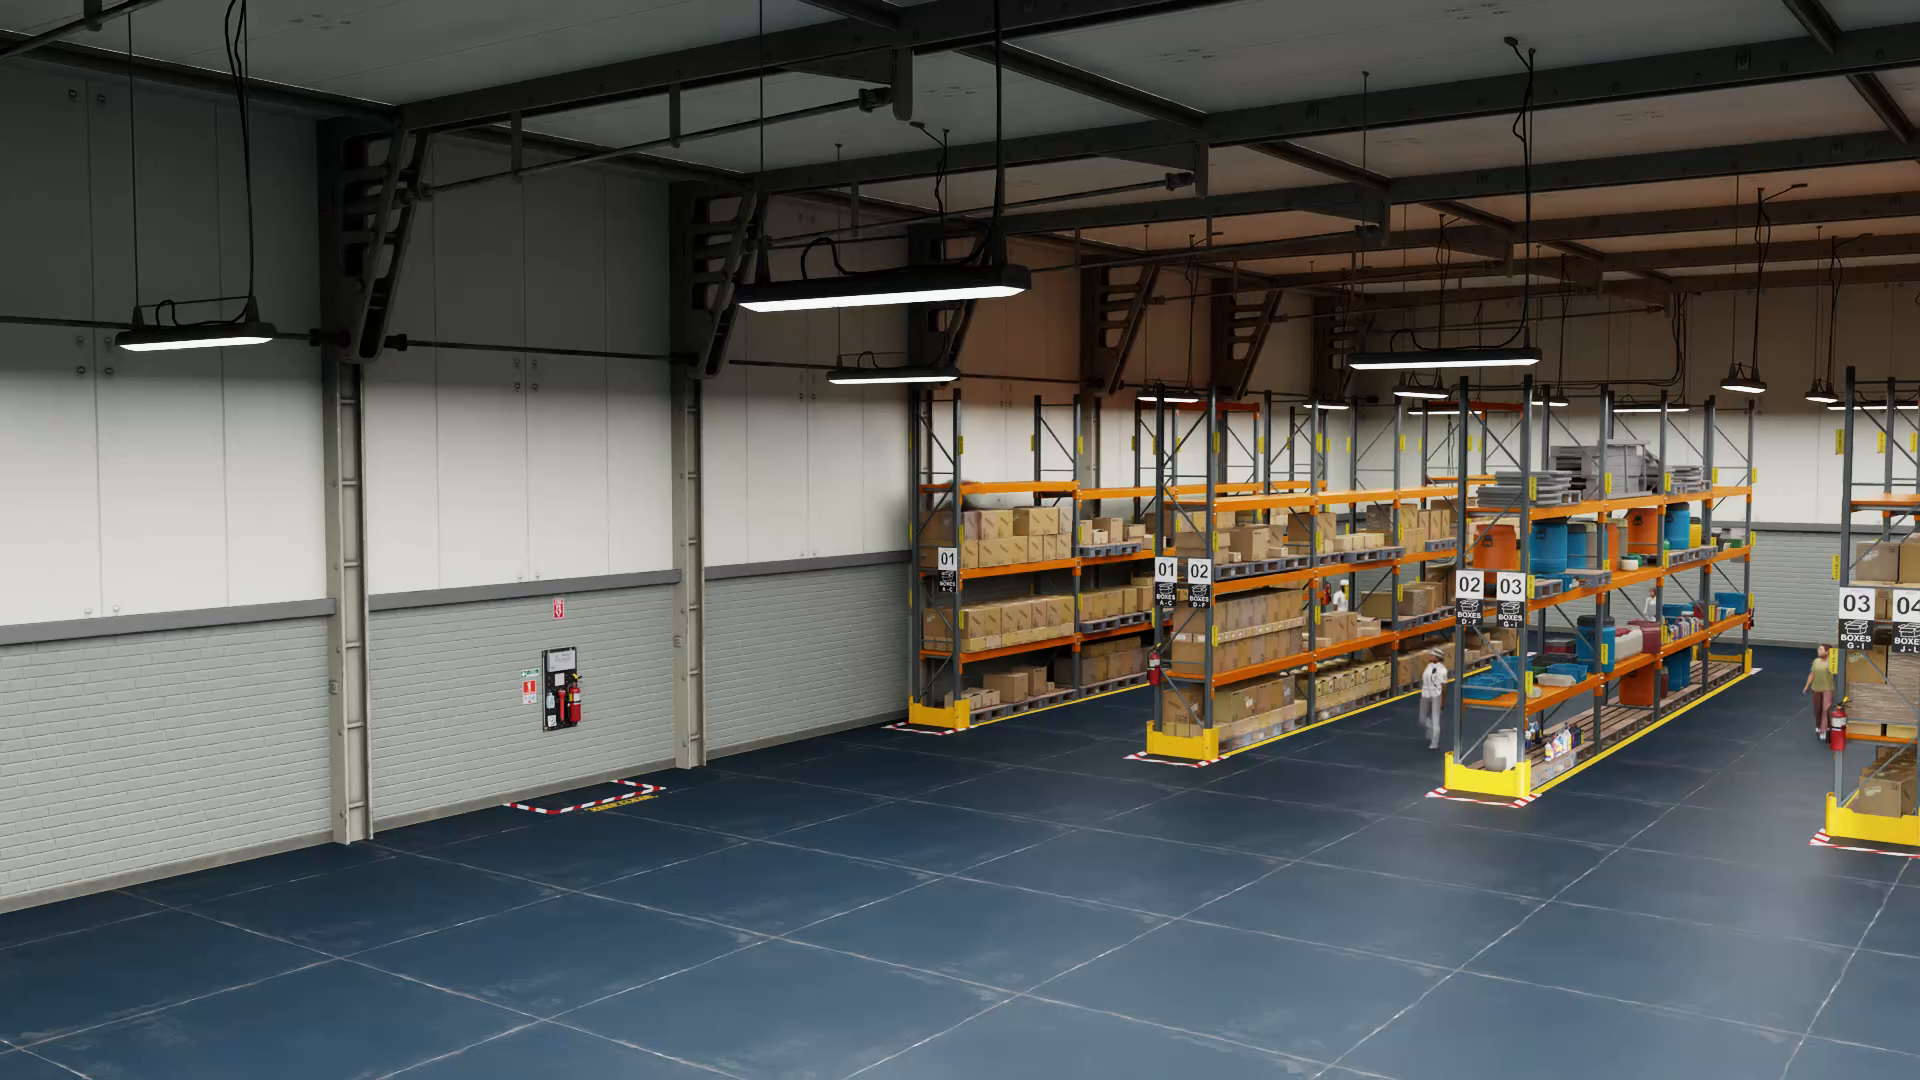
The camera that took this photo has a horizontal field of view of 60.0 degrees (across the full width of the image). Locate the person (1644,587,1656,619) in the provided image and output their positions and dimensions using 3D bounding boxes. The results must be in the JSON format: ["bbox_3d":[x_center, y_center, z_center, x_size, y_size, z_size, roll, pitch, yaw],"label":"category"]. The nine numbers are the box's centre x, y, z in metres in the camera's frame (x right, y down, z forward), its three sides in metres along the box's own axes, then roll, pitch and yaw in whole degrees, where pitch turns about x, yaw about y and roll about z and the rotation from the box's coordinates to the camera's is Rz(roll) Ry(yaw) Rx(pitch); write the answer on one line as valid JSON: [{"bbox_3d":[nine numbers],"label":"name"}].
[{"bbox_3d":[16.698,1.922,40.018,0.430,1.599,0.362,1,4,23],"label":"person"}]

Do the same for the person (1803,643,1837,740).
[{"bbox_3d":[14.755,2.566,28.418,0.598,1.620,1.030,2,4,36],"label":"person"}]

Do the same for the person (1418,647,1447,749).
[{"bbox_3d":[7.856,2.589,27.522,0.469,1.662,0.665,2,4,33],"label":"person"}]

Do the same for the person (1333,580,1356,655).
[{"bbox_3d":[9.302,1.846,40.007,0.618,1.786,0.541,-1,4,-22],"label":"person"}]
